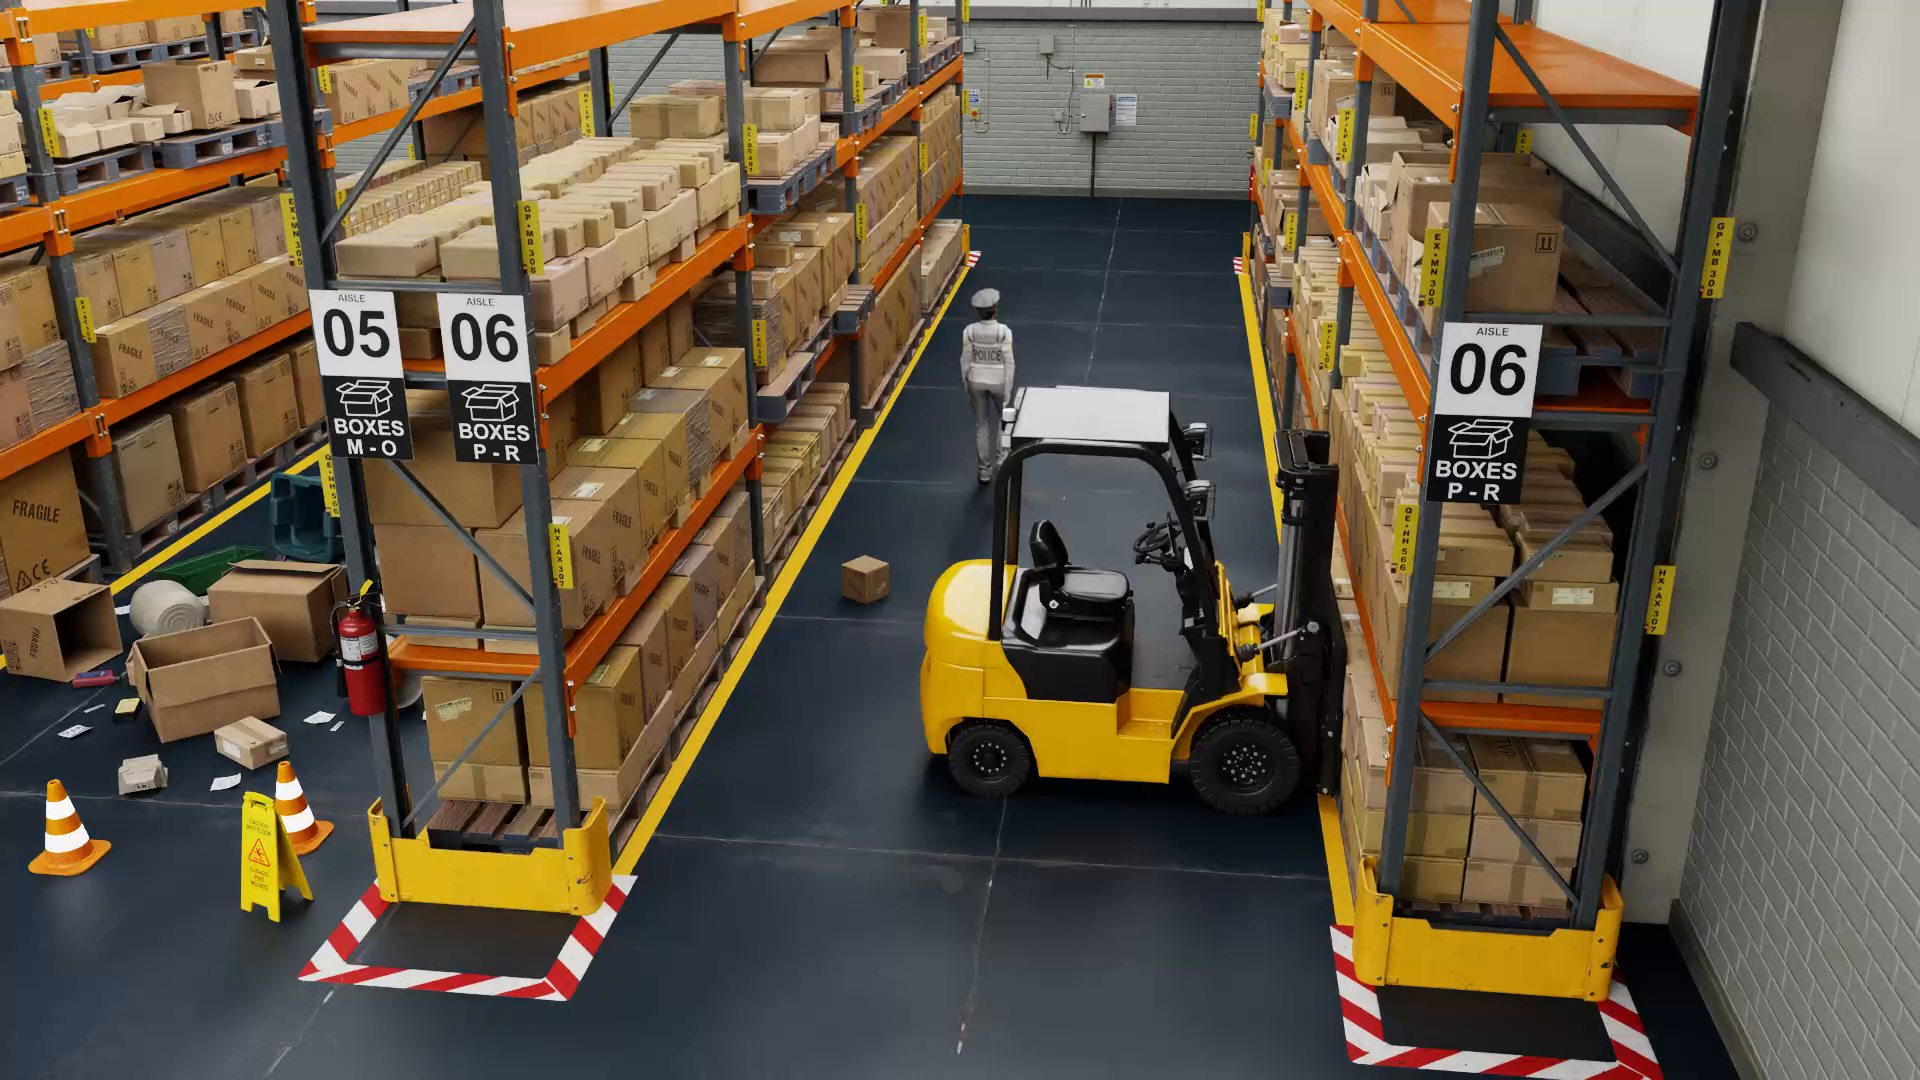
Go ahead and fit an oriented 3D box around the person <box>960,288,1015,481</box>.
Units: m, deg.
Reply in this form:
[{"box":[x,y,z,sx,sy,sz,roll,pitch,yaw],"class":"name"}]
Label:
[{"box":[0.243,-1.338,14.488,0.482,1.739,0.463,2,21,5],"class":"person"}]
